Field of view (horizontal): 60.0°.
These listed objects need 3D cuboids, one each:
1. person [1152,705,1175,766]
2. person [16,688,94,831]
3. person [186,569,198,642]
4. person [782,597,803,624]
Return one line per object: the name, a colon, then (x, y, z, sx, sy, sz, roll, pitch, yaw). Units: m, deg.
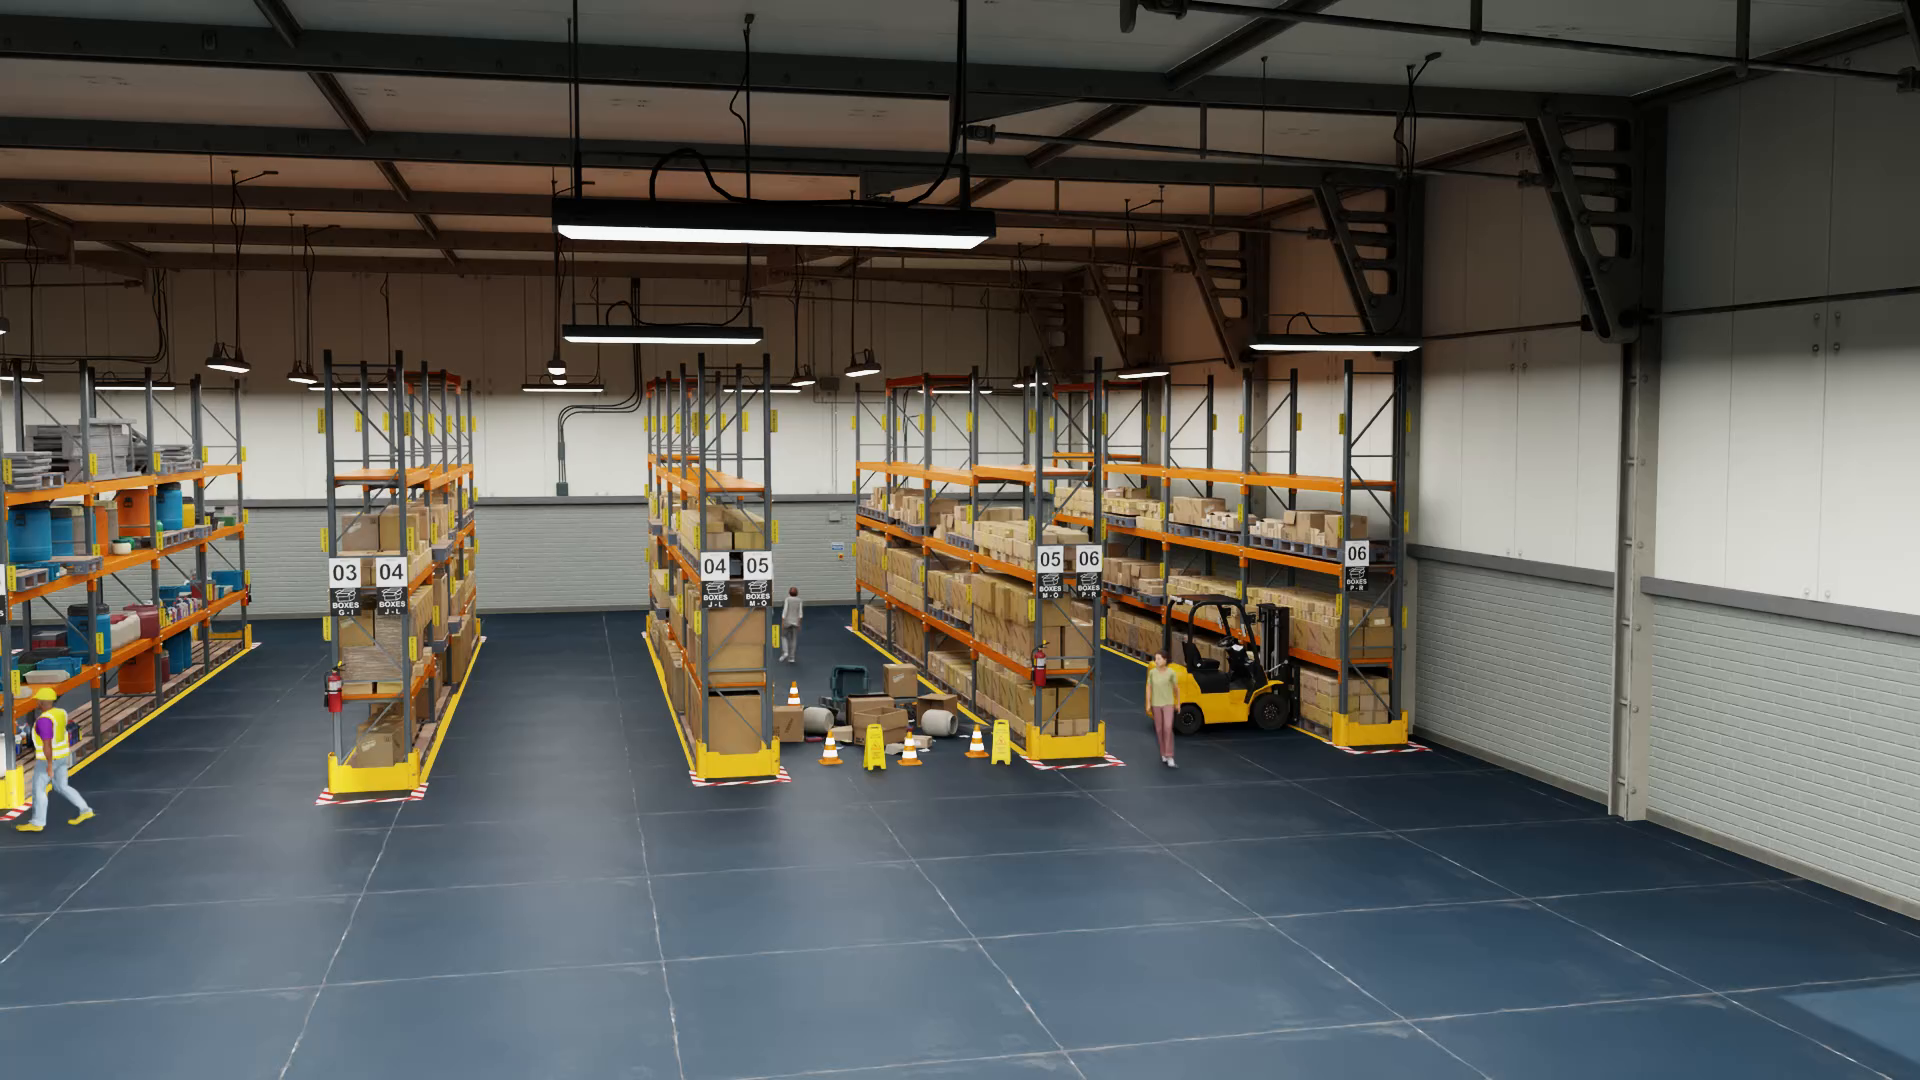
person: (3.015, 2.801, 24.460, 0.470, 1.003, 0.743, 2, 4, 22)
person: (-11.211, 2.699, 20.569, 0.799, 1.756, 0.550, 0, 4, -1)
person: (-17.633, 1.495, 38.262, 0.434, 1.667, 1.102, 1, 4, 9)
person: (-3.517, 1.482, 34.904, 0.438, 0.560, 0.314, -1, 4, -11)
